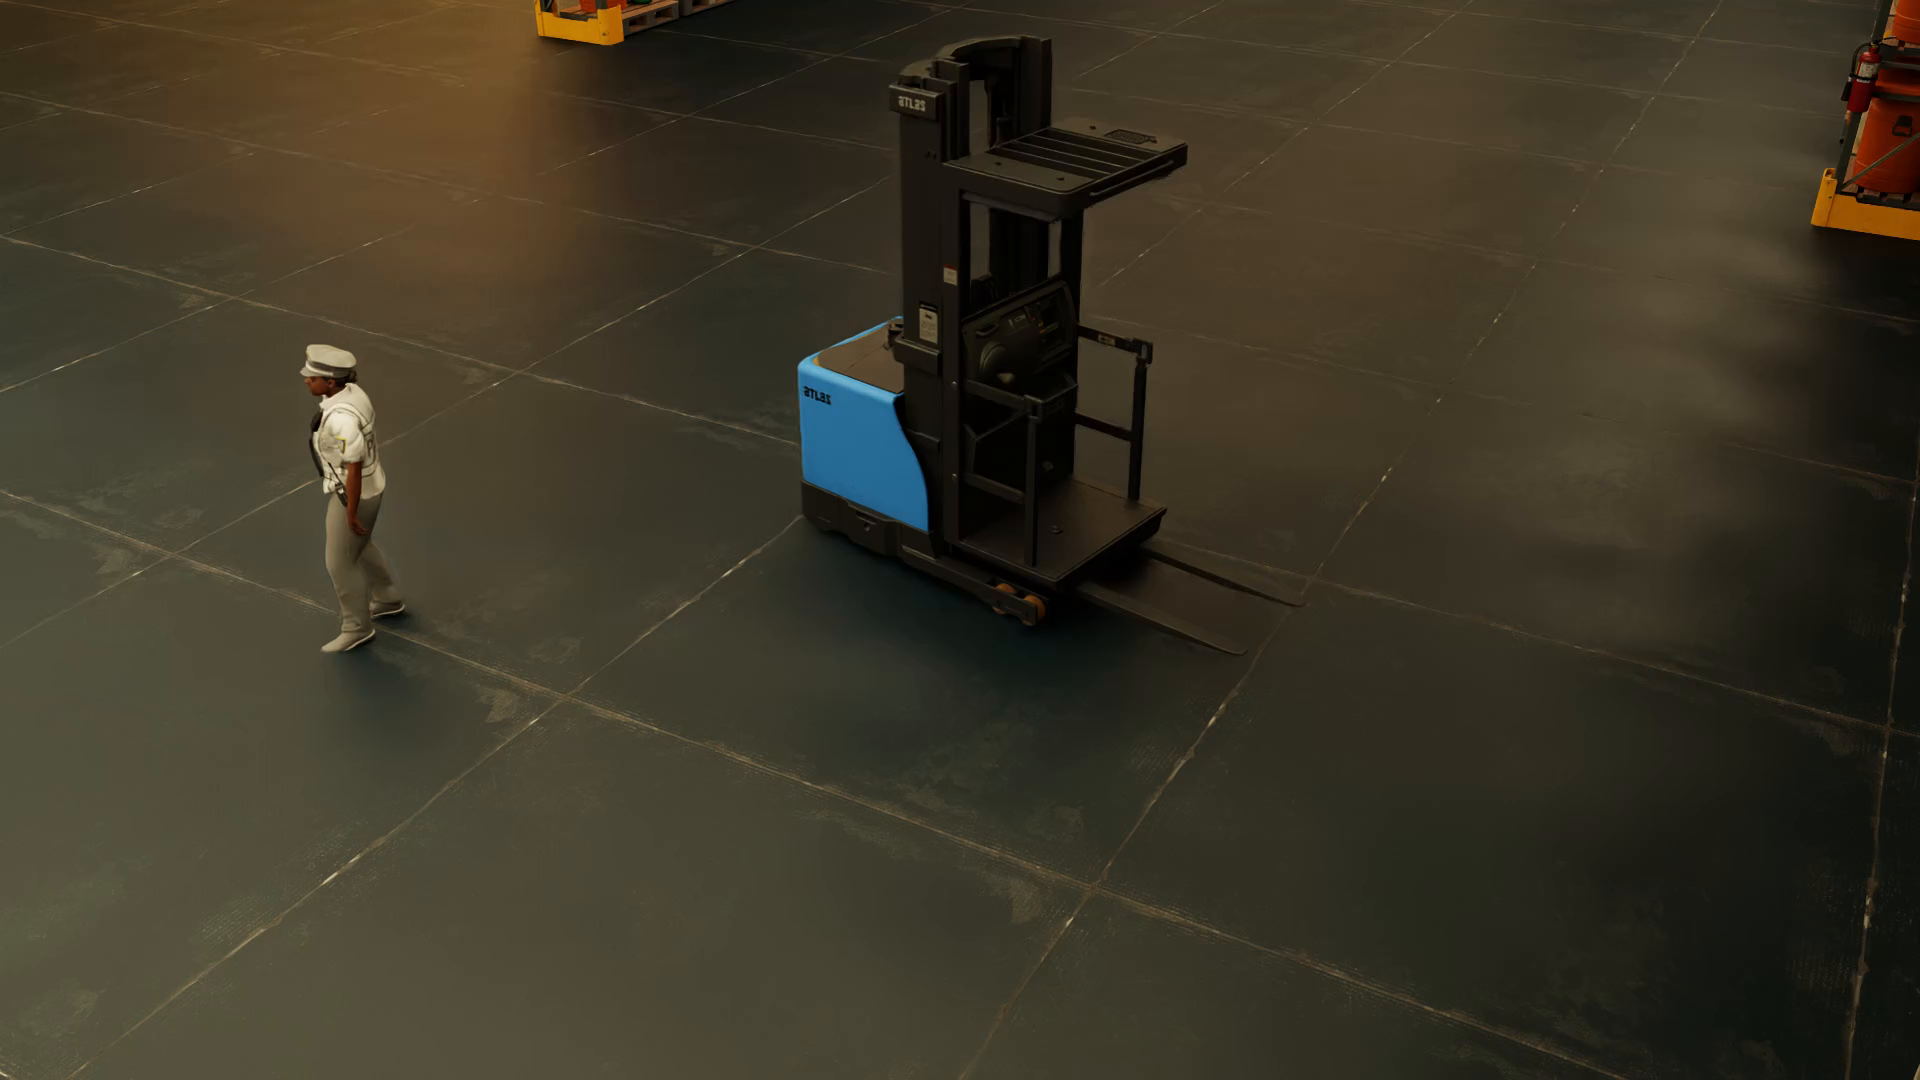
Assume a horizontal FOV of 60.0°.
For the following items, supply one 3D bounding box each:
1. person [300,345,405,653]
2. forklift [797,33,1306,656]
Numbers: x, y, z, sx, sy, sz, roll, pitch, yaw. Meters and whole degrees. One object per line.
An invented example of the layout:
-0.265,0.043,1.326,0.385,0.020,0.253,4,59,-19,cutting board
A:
-3.259,-0.236,8.767,0.470,1.716,0.530,-6,31,-10,person
0.492,-1.095,8.968,3.031,2.935,1.130,22,37,34,forklift
